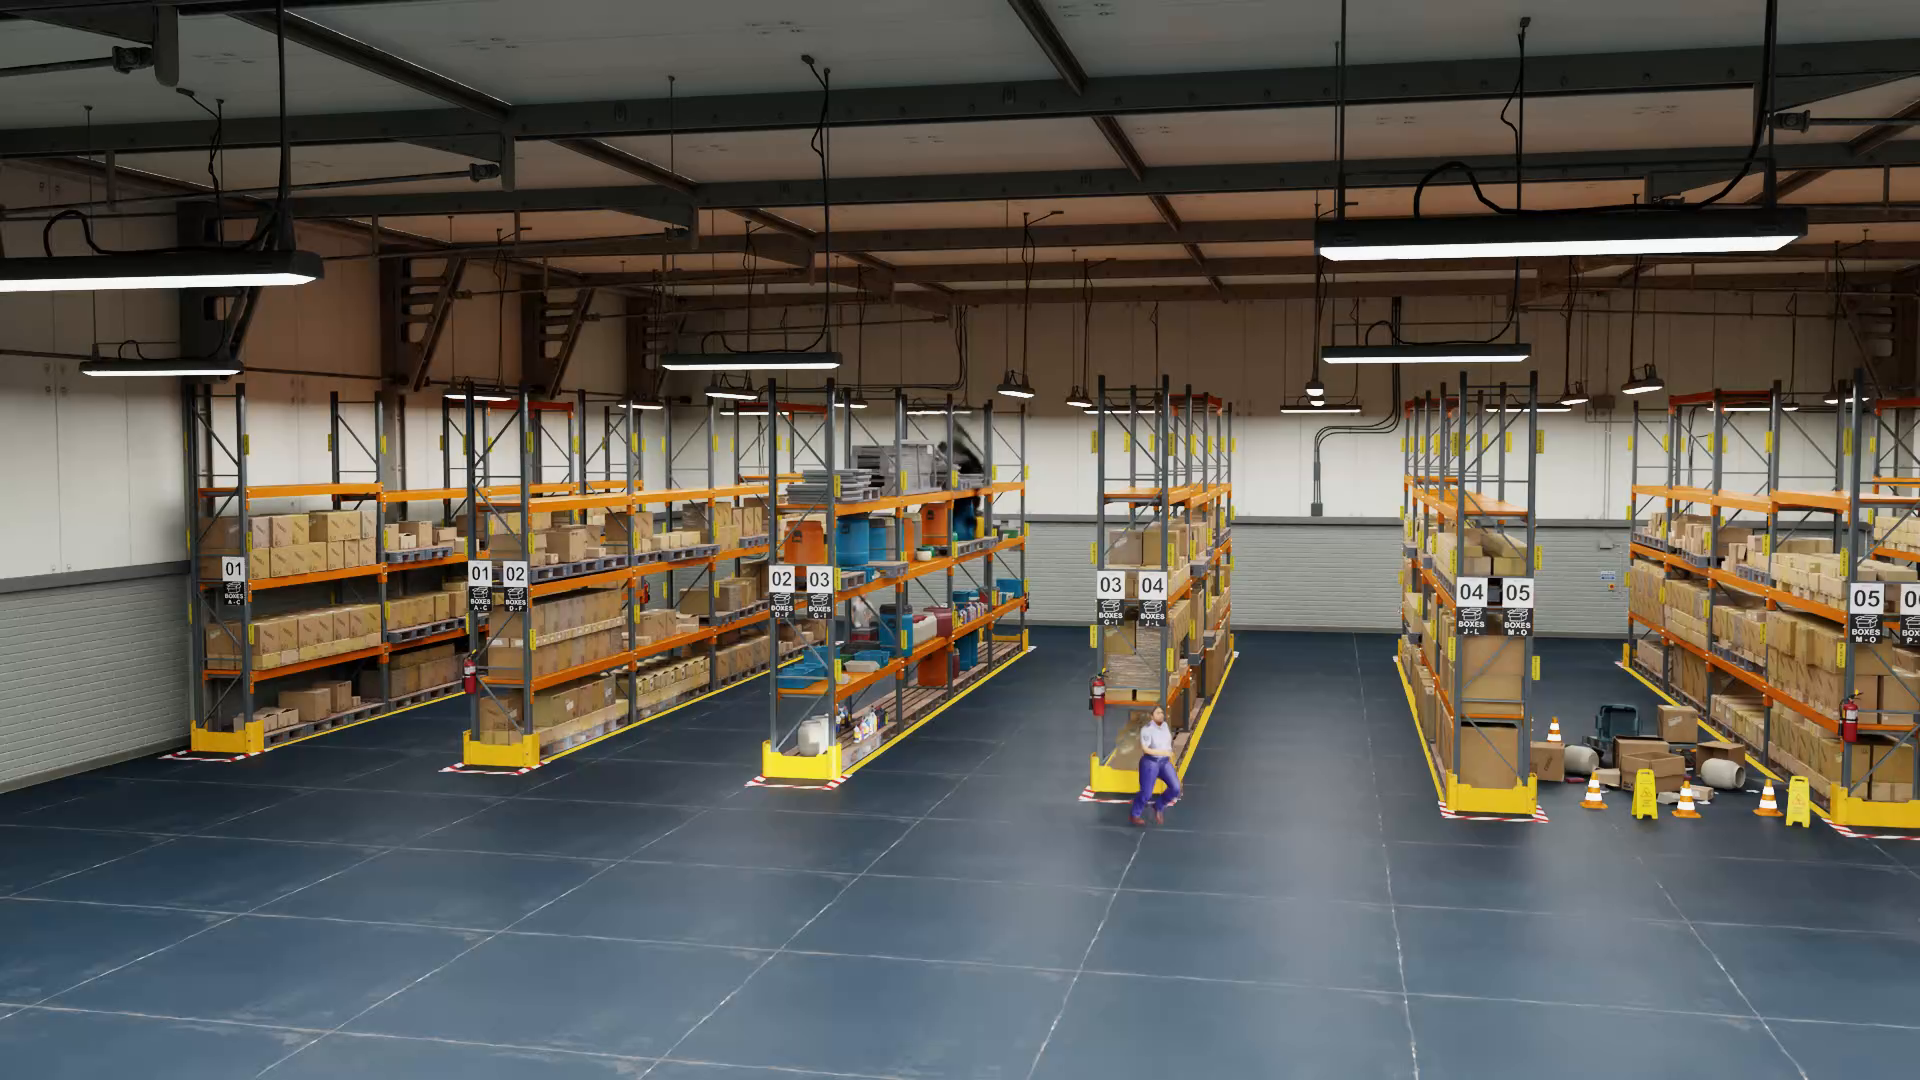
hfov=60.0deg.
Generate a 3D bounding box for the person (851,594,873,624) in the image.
[{"bbox_3d":[-2.294,1.936,38.740,0.568,1.517,0.703,0,3,0],"label":"person"}]

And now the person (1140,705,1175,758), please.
[{"bbox_3d":[2.621,2.528,21.608,0.622,0.766,0.643,-2,4,-34],"label":"person"}]

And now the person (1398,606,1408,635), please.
[{"bbox_3d":[10.844,1.838,39.624,0.738,1.587,0.688,0,3,4],"label":"person"}]
